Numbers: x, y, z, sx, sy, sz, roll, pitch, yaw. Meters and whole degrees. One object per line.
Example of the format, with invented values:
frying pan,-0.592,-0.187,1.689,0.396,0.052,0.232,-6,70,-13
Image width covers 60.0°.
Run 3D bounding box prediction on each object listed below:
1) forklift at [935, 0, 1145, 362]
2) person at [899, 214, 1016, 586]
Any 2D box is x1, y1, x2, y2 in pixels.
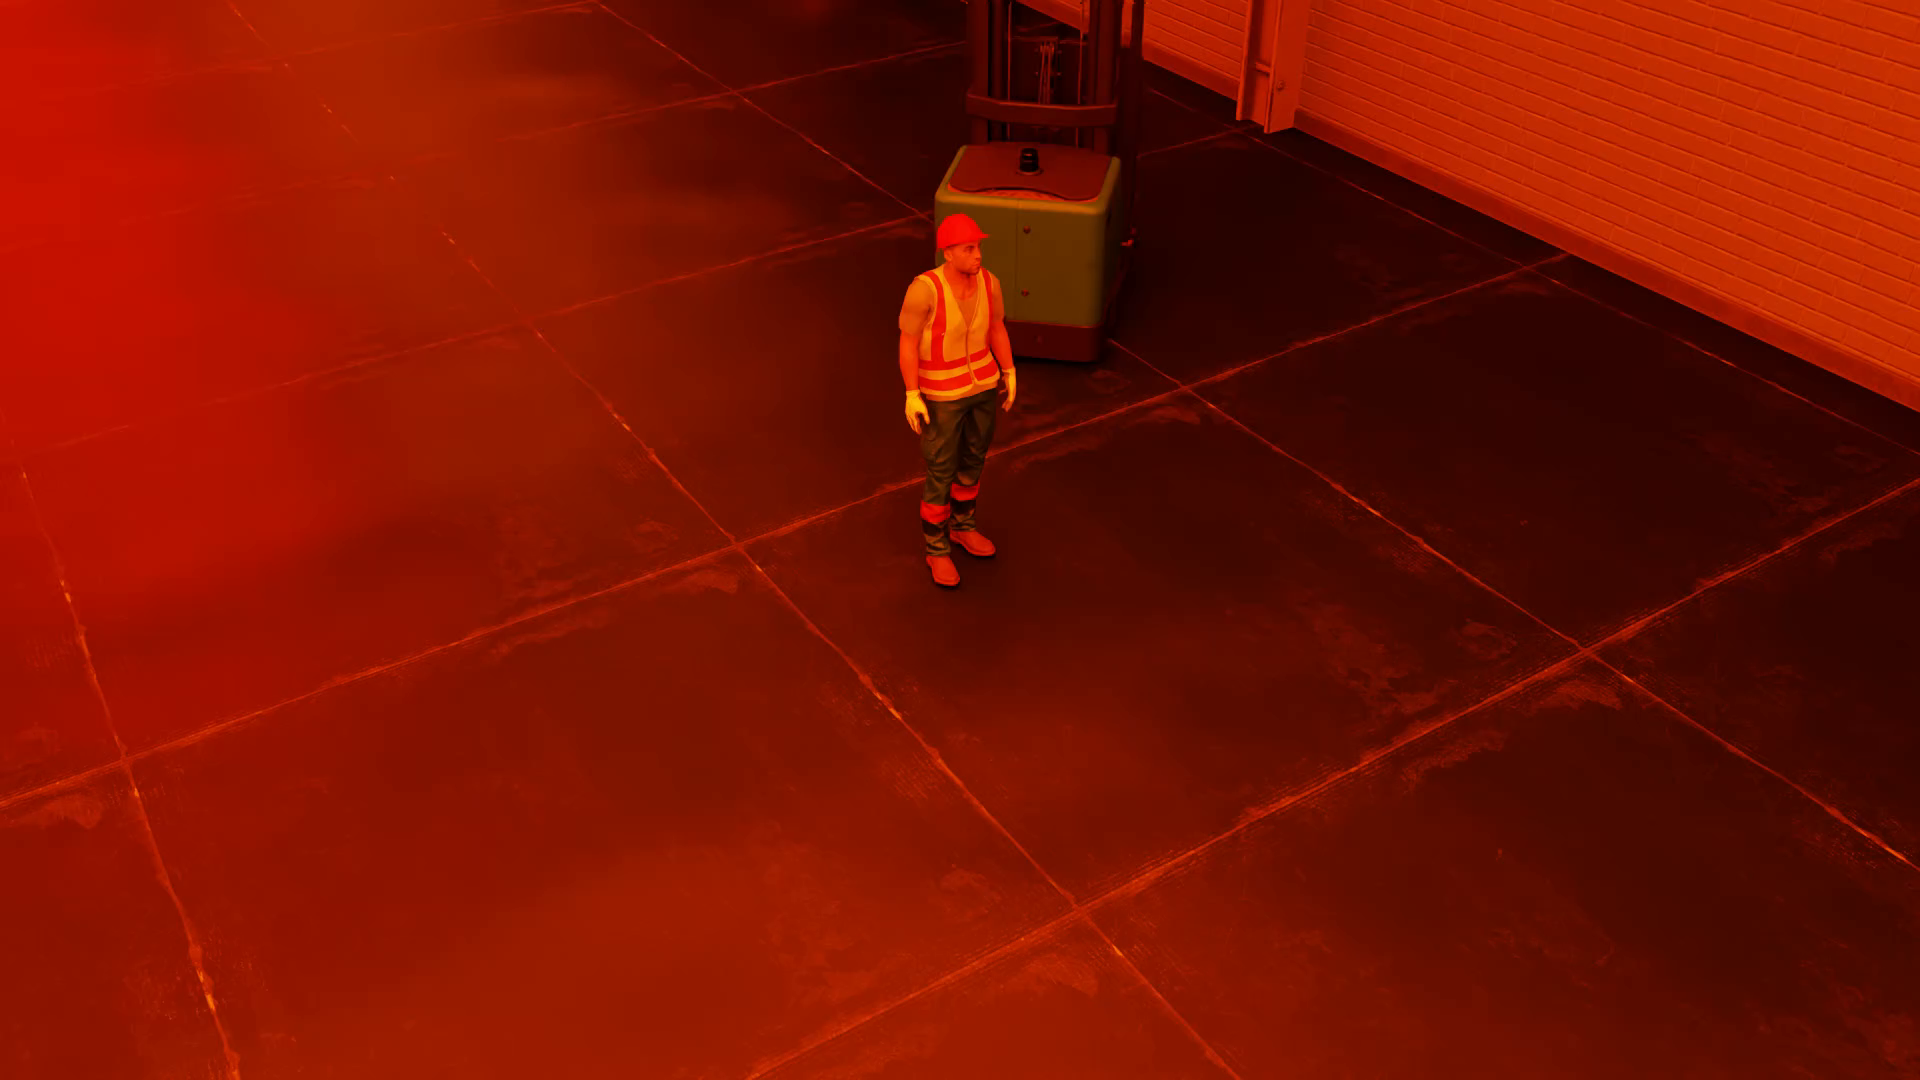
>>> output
forklift,0.634,-3.123,10.592,1.130,2.935,3.031,7,36,9
person,0.035,-0.695,8.119,0.638,1.789,0.562,-21,40,-27
